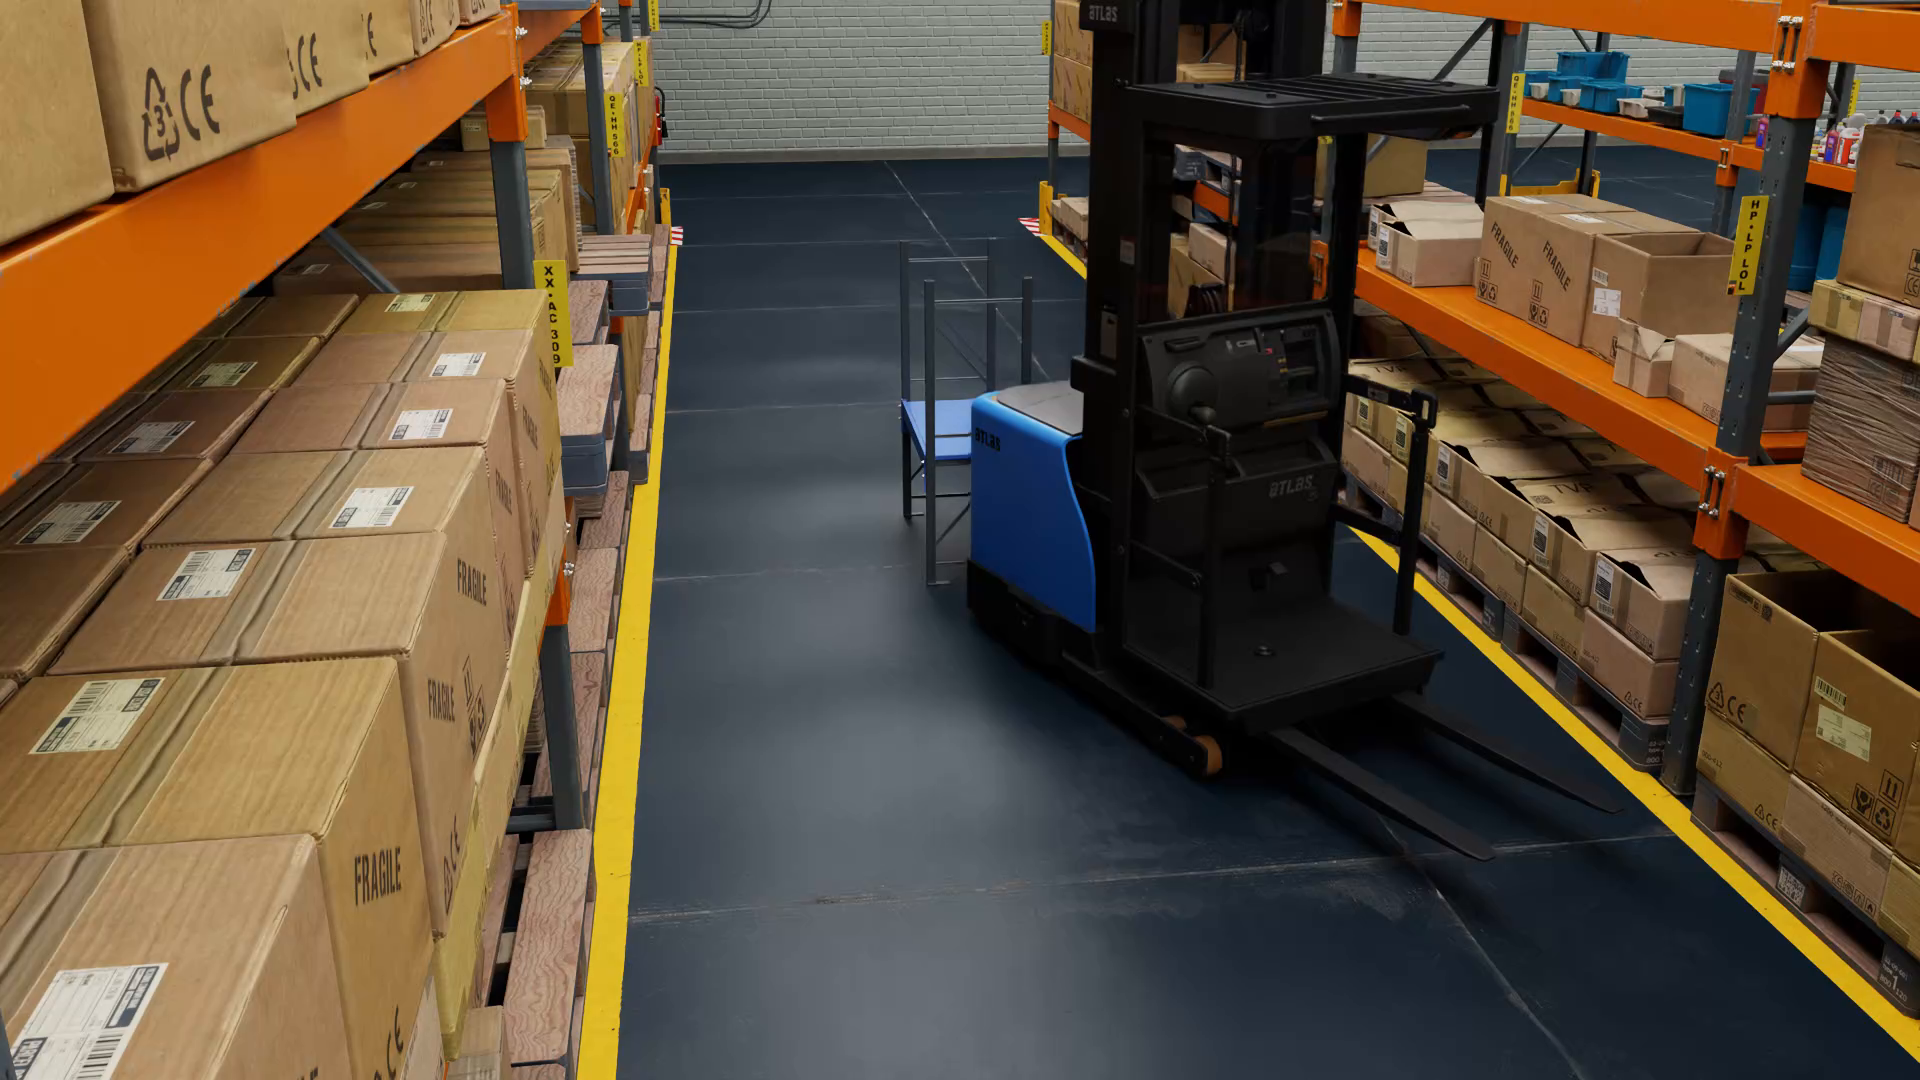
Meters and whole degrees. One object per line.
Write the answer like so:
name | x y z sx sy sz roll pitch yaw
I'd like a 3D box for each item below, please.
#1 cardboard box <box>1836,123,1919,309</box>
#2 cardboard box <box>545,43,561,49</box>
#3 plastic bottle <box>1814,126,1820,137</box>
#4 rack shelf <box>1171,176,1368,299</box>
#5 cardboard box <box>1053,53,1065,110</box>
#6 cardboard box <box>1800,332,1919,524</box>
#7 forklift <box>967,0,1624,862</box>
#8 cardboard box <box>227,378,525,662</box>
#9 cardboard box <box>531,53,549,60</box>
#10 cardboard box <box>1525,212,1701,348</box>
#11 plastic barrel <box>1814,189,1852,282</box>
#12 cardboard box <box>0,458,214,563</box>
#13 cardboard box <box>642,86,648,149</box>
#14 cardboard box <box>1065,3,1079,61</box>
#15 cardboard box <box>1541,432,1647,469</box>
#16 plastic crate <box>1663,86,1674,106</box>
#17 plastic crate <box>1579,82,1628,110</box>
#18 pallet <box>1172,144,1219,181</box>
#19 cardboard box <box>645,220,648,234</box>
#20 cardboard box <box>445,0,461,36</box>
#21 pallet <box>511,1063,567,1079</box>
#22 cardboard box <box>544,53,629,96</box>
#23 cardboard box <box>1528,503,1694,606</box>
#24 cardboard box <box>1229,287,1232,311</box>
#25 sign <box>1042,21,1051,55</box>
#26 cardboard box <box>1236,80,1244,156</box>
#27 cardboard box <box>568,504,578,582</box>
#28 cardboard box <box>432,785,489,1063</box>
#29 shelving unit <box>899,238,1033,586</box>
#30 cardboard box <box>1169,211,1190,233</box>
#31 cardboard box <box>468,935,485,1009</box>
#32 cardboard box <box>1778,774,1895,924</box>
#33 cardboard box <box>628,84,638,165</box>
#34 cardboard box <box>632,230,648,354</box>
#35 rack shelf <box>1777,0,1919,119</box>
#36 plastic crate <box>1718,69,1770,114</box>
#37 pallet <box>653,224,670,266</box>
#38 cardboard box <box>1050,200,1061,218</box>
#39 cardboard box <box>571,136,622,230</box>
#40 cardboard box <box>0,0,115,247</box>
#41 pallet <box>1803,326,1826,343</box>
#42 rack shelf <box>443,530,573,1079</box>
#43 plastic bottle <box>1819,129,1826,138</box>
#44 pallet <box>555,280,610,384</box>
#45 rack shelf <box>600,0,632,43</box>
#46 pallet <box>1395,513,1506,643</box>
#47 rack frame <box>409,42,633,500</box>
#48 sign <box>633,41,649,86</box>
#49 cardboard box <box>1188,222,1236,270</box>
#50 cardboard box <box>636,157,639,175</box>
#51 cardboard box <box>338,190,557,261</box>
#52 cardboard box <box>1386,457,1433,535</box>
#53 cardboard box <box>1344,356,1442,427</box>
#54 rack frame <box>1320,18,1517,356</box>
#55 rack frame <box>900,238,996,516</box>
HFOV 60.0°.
cardboard box | 3.207 -0.997 5.101 0.700 0.500 0.500 -3 21 -7
cardboard box | -3.109 -3.389 11.834 0.500 0.250 0.500 -2 21 -6
plastic bottle | 6.618 -3.106 12.929 0.097 0.271 0.097 0 20 0
rack shelf | 2.272 -2.236 11.444 1.077 0.370 4.000 -3 21 -8
cardboard box | 1.210 -4.530 16.416 0.500 0.500 0.500 -2 21 -7
cardboard box | 3.207 -0.389 5.328 0.700 0.500 0.500 -3 21 -9
forklift | 1.209 -0.653 6.276 1.130 2.935 3.031 -11 23 -28
cardboard box | -1.251 -0.040 3.649 0.500 0.500 0.500 -4 21 -9
cardboard box | -2.950 -3.035 10.886 0.500 0.250 0.500 -4 21 -10
cardboard box | 2.894 -1.165 7.406 0.500 0.500 0.500 -3 21 -8
plastic barrel | 7.050 -2.294 12.969 0.600 0.901 0.708 -3 21 -8
cardboard box | -1.680 0.170 3.089 0.500 0.500 0.500 -3 21 -7
cardboard box | -3.079 -3.597 13.630 0.980 0.700 0.700 -3 21 -9
cardboard box | 1.293 -4.818 15.758 0.500 0.500 0.500 -3 21 -7
cardboard box | 3.101 -0.355 7.908 0.500 0.311 0.500 -2 21 -6
plastic crate | 6.859 -4.151 15.696 0.416 0.233 0.300 -3 21 -8
plastic crate | 6.209 -4.291 16.071 0.416 0.233 0.300 -3 21 -8
pallet | 1.991 -2.894 12.451 1.003 0.211 1.213 -3 21 -8
cardboard box | -2.993 -2.478 14.037 0.700 0.500 0.500 -3 21 -8
cardboard box | -1.387 -1.368 3.633 0.500 0.500 0.500 -5 21 -12
pallet | -1.453 1.716 3.821 1.003 0.211 1.213 -3 21 -8
cardboard box | -2.459 -3.058 10.949 0.500 0.250 0.500 -3 21 -7
cardboard box | 2.714 0.027 6.884 0.500 0.311 0.500 -2 21 -6
cardboard box | 2.119 -1.407 11.140 0.500 0.500 0.500 -4 21 -10
sign | 0.870 -5.029 16.656 0.100 0.325 0.005 -3 21 -8
cardboard box | 2.300 -2.901 11.452 0.700 0.500 0.500 -8 22 -21
cardboard box | -2.127 -0.063 7.542 0.700 0.500 0.500 -3 21 -8
cardboard box | -1.100 0.660 2.846 0.500 0.250 0.500 -3 21 -9
shelving unit | 0.012 -0.673 8.375 0.538 1.500 1.048 -3 21 -8
cardboard box | 1.621 -2.484 14.023 0.500 0.500 0.500 -3 21 -8
cardboard box | -1.575 1.078 4.488 0.500 0.500 0.500 -4 21 -12
cardboard box | 2.971 0.945 5.229 0.500 0.250 0.500 -3 21 -8
cardboard box | -2.518 -2.887 11.562 0.500 0.500 0.500 -3 21 -7
cardboard box | -2.564 -1.678 11.394 0.750 0.750 0.750 -2 21 -6
rack shelf | 3.425 -0.871 3.503 1.077 0.370 4.000 -3 21 -8
plastic crate | 7.006 -3.894 14.678 0.402 0.464 0.583 -3 21 -8
pallet | -3.301 -2.820 15.965 1.003 0.211 1.213 -3 21 -8
cardboard box | 1.128 -3.359 16.868 0.380 0.149 0.250 -3 21 -8
cardboard box | -2.158 -2.006 9.204 0.500 0.500 0.500 -2 21 -6
cardboard box | -0.989 -0.449 1.174 0.500 0.500 0.500 -2 21 -6
pallet | 7.135 -1.515 12.471 1.003 0.211 1.213 -3 21 -8
rack shelf | -1.476 0.785 3.356 1.077 0.370 4.000 -3 21 -8
plastic bottle | 6.749 -3.128 13.087 0.097 0.201 0.097 0 20 0
pallet | -2.015 -0.856 6.996 1.003 0.211 1.213 -3 21 -8
rack shelf | -2.629 -3.390 10.247 1.077 0.370 4.000 -3 21 -8
pallet | 2.813 0.134 8.055 1.003 0.211 1.213 -3 21 -8
rack frame | -2.341 -1.630 8.792 1.000 3.000 0.127 -3 21 -8
sign | -2.382 -3.551 12.394 0.100 0.325 0.005 -3 21 -8
cardboard box | 1.957 -2.126 11.993 0.500 0.250 0.500 -3 21 -8
cardboard box | -2.529 -2.717 12.035 0.380 0.149 0.250 -3 21 -7
cardboard box | -2.003 -1.096 6.591 0.700 0.500 0.500 0 20 0
cardboard box | 2.500 -0.239 8.400 0.500 0.250 0.500 -3 21 -9
cardboard box | 2.345 -0.856 9.249 0.500 0.311 0.500 -2 21 -6
rack frame | 2.560 -1.881 9.464 1.000 3.000 0.127 -3 21 -8
rack frame | -0.061 -0.849 8.846 0.500 1.500 0.032 -3 21 -8
